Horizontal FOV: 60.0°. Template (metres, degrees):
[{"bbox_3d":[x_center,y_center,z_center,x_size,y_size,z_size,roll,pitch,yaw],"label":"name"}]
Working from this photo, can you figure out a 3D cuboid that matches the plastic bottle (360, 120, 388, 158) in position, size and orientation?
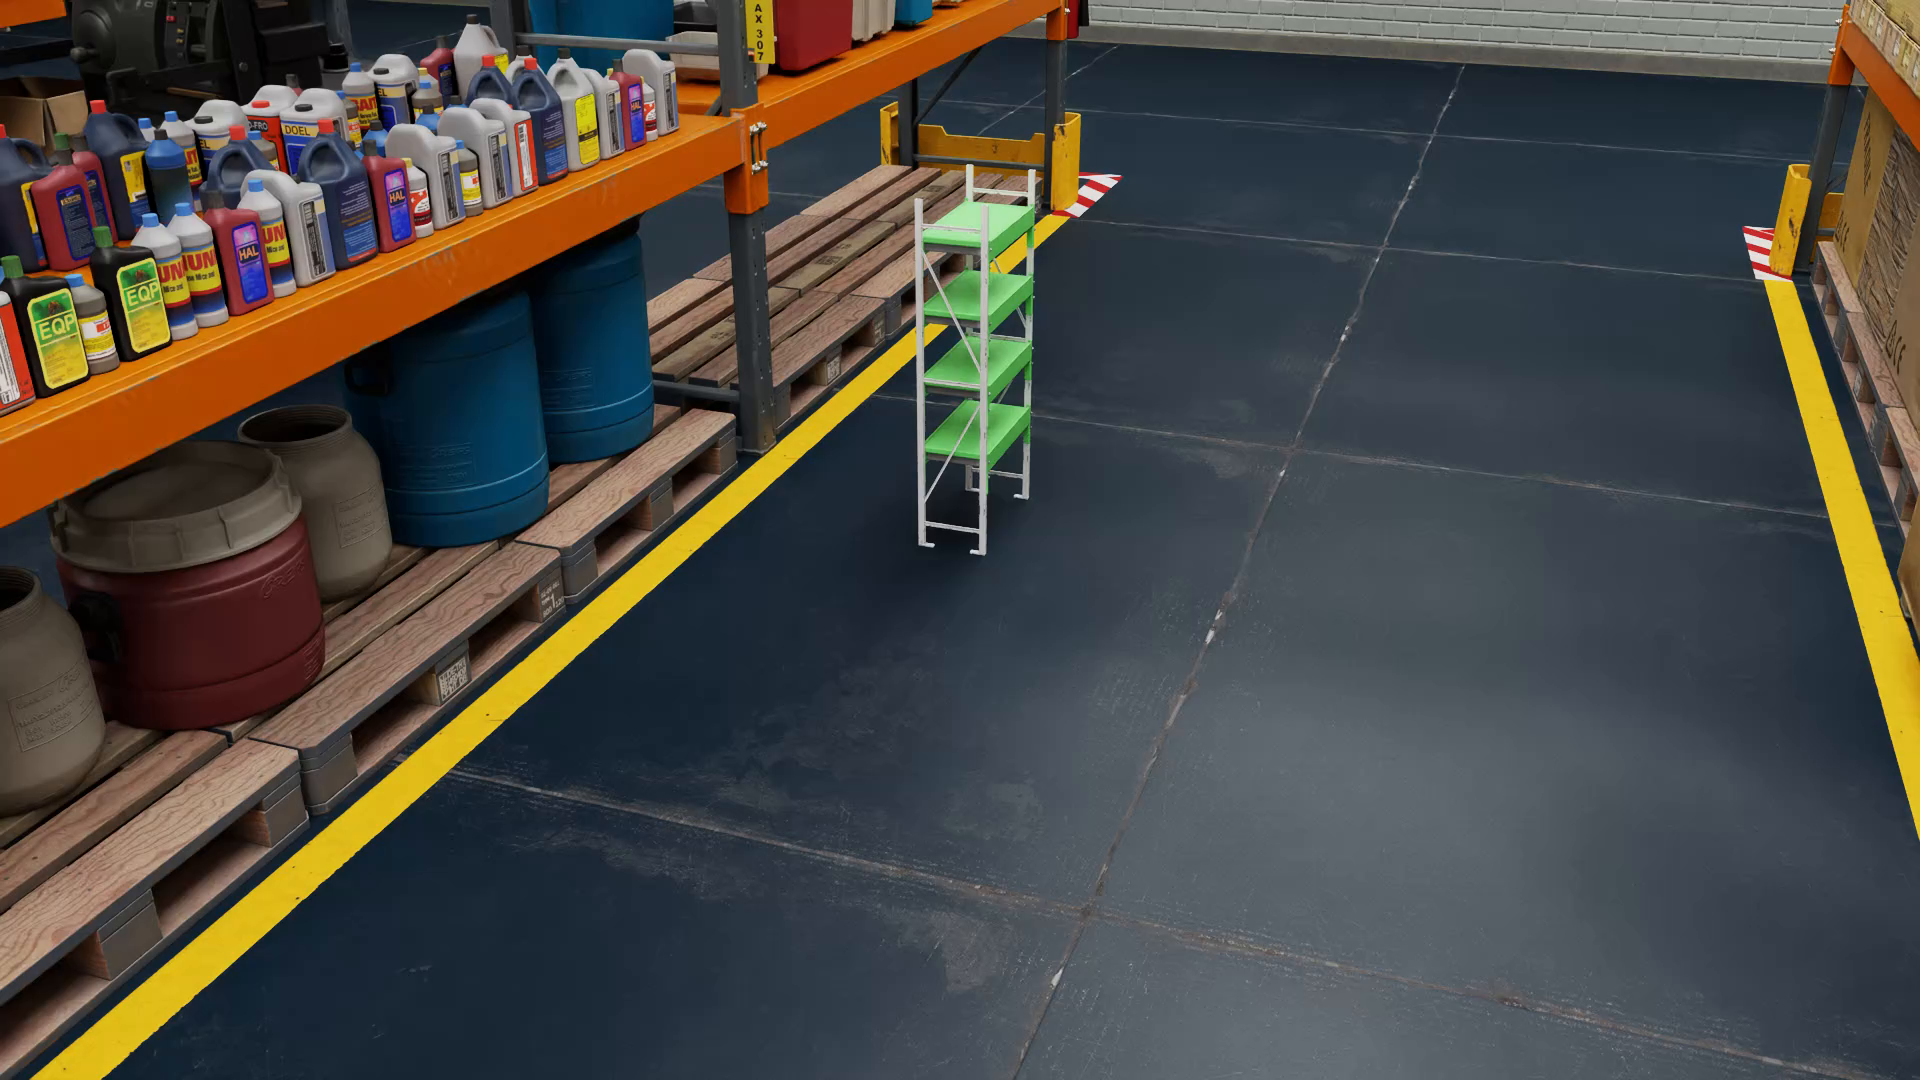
[{"bbox_3d":[-1.571,-1.003,4.528,0.097,0.271,0.097,0,26,0],"label":"plastic bottle"}]

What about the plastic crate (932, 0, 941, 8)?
[{"bbox_3d":[-0.240,-2.599,7.910,0.298,0.136,0.250,9,27,17],"label":"plastic crate"}]

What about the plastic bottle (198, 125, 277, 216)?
[{"bbox_3d":[-1.762,-0.834,4.088,0.144,0.351,0.185,9,27,17],"label":"plastic bottle"}]

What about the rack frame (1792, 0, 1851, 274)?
[{"bbox_3d":[4.792,-2.693,7.870,1.000,3.000,0.127,9,27,17],"label":"rack frame"}]

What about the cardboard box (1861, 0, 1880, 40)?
[{"bbox_3d":[4.194,-2.271,7.287,0.380,0.149,0.250,8,27,16],"label":"cardboard box"}]

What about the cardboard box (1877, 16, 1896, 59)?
[{"bbox_3d":[4.022,-2.059,6.850,0.380,0.149,0.250,8,27,16],"label":"cardboard box"}]

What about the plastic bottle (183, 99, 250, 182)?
[{"bbox_3d":[-2.108,-1.101,4.724,0.152,0.276,0.135,9,27,17],"label":"plastic bottle"}]

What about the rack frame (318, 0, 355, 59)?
[{"bbox_3d":[-4.549,-4.131,10.840,1.000,3.000,0.127,9,27,17],"label":"rack frame"}]

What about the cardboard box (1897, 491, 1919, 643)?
[{"bbox_3d":[3.267,-0.016,4.298,1.225,0.875,0.875,9,27,18],"label":"cardboard box"}]

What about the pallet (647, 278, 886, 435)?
[{"bbox_3d":[-1.002,-0.820,7.202,1.003,0.211,1.213,9,27,17],"label":"pallet"}]

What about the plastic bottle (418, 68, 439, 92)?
[{"bbox_3d":[-1.800,-1.484,5.602,0.097,0.201,0.097,0,26,0],"label":"plastic bottle"}]

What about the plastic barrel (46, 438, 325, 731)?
[{"bbox_3d":[-2.018,0.105,4.376,0.600,0.588,0.708,9,27,17],"label":"plastic barrel"}]

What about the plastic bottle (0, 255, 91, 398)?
[{"bbox_3d":[-1.851,-0.441,3.352,0.061,0.283,0.133,9,27,17],"label":"plastic bottle"}]

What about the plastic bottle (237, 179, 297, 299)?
[{"bbox_3d":[-1.643,-0.715,3.933,0.097,0.271,0.097,0,26,0],"label":"plastic bottle"}]

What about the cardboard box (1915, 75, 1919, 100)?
[{"bbox_3d":[3.681,-1.637,5.978,0.380,0.149,0.250,8,27,17],"label":"cardboard box"}]

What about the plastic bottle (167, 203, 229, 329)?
[{"bbox_3d":[-1.720,-0.620,3.737,0.097,0.271,0.097,0,26,0],"label":"plastic bottle"}]

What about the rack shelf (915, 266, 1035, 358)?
[{"bbox_3d":[0.055,-0.767,5.552,0.258,0.148,0.480,9,27,17],"label":"rack shelf"}]

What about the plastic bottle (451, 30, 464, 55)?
[{"bbox_3d":[-1.734,-1.626,5.801,0.061,0.283,0.133,9,27,17],"label":"plastic bottle"}]

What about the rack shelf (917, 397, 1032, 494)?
[{"bbox_3d":[0.055,-0.335,5.761,0.258,0.148,0.480,9,27,17],"label":"rack shelf"}]

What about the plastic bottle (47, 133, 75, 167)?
[{"bbox_3d":[-2.322,-0.900,4.300,0.061,0.283,0.133,9,27,17],"label":"plastic bottle"}]

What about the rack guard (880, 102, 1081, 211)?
[{"bbox_3d":[0.117,-2.298,9.923,1.175,0.500,0.348,9,27,17],"label":"rack guard"}]

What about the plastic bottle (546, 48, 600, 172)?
[{"bbox_3d":[-1.207,-1.320,5.091,0.144,0.351,0.185,9,27,17],"label":"plastic bottle"}]

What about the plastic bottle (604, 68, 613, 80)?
[{"bbox_3d":[-1.160,-1.480,5.592,0.097,0.201,0.097,0,26,0],"label":"plastic bottle"}]

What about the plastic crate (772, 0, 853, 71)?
[{"bbox_3d":[-0.676,-2.154,6.614,0.402,0.464,0.583,9,27,17],"label":"plastic crate"}]

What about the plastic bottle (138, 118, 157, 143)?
[{"bbox_3d":[-2.205,-1.015,4.552,0.097,0.271,0.097,0,26,0],"label":"plastic bottle"}]

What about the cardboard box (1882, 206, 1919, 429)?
[{"bbox_3d":[4.055,-0.912,6.147,0.875,0.875,0.875,9,27,17],"label":"cardboard box"}]

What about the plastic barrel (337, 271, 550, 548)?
[{"bbox_3d":[-1.643,-0.500,5.267,0.600,0.901,0.708,9,27,17],"label":"plastic barrel"}]

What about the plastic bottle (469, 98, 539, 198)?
[{"bbox_3d":[-1.326,-1.146,4.816,0.152,0.276,0.135,9,27,17],"label":"plastic bottle"}]

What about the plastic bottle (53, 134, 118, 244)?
[{"bbox_3d":[-2.265,-0.891,4.282,0.061,0.283,0.133,9,27,17],"label":"plastic bottle"}]

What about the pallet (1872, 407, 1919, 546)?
[{"bbox_3d":[3.788,-0.095,5.705,1.003,0.211,1.213,9,27,17],"label":"pallet"}]

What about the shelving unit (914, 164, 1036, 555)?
[{"bbox_3d":[0.055,-0.608,5.629,0.258,1.200,0.503,9,27,17],"label":"shelving unit"}]

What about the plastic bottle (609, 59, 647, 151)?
[{"bbox_3d":[-1.070,-1.405,5.343,0.061,0.283,0.133,9,27,17],"label":"plastic bottle"}]

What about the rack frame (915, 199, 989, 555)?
[{"bbox_3d":[-0.026,-0.508,5.422,0.240,1.200,0.015,9,27,17],"label":"rack frame"}]

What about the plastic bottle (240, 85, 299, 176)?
[{"bbox_3d":[-2.031,-1.196,4.921,0.152,0.276,0.135,9,27,17],"label":"plastic bottle"}]

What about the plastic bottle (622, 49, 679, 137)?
[{"bbox_3d":[-1.036,-1.503,5.554,0.152,0.276,0.135,9,27,17],"label":"plastic bottle"}]

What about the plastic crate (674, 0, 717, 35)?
[{"bbox_3d":[-1.091,-2.170,7.036,0.437,0.125,0.590,9,27,17],"label":"plastic crate"}]

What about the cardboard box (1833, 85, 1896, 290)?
[{"bbox_3d":[4.654,-1.651,7.675,0.875,0.875,0.875,9,27,17],"label":"cardboard box"}]

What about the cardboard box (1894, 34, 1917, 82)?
[{"bbox_3d":[3.852,-1.850,6.417,0.380,0.149,0.250,8,27,16],"label":"cardboard box"}]

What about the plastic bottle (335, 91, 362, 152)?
[{"bbox_3d":[-1.942,-1.309,5.240,0.097,0.201,0.097,0,26,0],"label":"plastic bottle"}]

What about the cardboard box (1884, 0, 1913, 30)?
[{"bbox_3d":[4.040,-2.181,6.643,0.500,0.250,0.500,8,27,16],"label":"cardboard box"}]

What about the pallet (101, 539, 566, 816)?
[{"bbox_3d":[-1.910,0.302,4.885,1.003,0.211,1.213,9,27,17],"label":"pallet"}]

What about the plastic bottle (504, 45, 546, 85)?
[{"bbox_3d":[-1.343,-1.341,5.134,0.144,0.351,0.185,9,27,17],"label":"plastic bottle"}]

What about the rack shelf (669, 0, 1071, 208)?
[{"bbox_3d":[-0.544,-2.266,7.813,1.077,0.370,4.000,9,27,17],"label":"rack shelf"}]

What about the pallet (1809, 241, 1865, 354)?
[{"bbox_3d":[4.600,-1.098,7.776,1.003,0.211,1.213,9,27,17],"label":"pallet"}]

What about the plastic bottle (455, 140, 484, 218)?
[{"bbox_3d":[-1.383,-1.005,4.612,0.097,0.201,0.097,0,26,0],"label":"plastic bottle"}]

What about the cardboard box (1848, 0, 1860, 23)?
[{"bbox_3d":[4.363,-2.482,7.722,0.380,0.149,0.250,9,27,18],"label":"cardboard box"}]

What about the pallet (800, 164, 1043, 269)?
[{"bbox_3d":[-0.190,-1.823,9.273,1.003,0.211,1.213,9,27,17],"label":"pallet"}]

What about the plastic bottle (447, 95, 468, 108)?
[{"bbox_3d":[-1.449,-1.154,4.839,0.097,0.271,0.097,0,26,0],"label":"plastic bottle"}]

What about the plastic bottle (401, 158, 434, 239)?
[{"bbox_3d":[-1.460,-0.910,4.415,0.097,0.201,0.097,0,26,0],"label":"plastic bottle"}]

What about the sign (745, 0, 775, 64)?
[{"bbox_3d":[-0.692,-1.812,5.732,0.100,0.325,0.005,9,27,17],"label":"sign"}]

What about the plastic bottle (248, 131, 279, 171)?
[{"bbox_3d":[-1.985,-1.057,4.719,0.097,0.201,0.097,0,26,0],"label":"plastic bottle"}]

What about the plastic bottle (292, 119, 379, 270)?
[{"bbox_3d":[-1.574,-0.868,4.156,0.144,0.351,0.185,9,27,17],"label":"plastic bottle"}]

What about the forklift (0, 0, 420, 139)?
[{"bbox_3d":[-3.468,-2.087,6.696,1.130,2.935,3.031,15,30,28],"label":"forklift"}]

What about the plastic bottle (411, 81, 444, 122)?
[{"bbox_3d":[-1.721,-1.382,5.391,0.097,0.201,0.097,0,26,0],"label":"plastic bottle"}]

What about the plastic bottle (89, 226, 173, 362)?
[{"bbox_3d":[-1.774,-0.536,3.548,0.061,0.283,0.133,9,27,17],"label":"plastic bottle"}]

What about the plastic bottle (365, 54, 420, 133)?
[{"bbox_3d":[-1.845,-1.426,5.396,0.152,0.276,0.135,9,27,17],"label":"plastic bottle"}]

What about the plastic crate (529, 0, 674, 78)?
[{"bbox_3d":[-1.376,-2.029,6.447,0.392,0.384,0.575,9,27,17],"label":"plastic crate"}]

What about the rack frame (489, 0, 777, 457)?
[{"bbox_3d":[-1.210,-1.768,5.959,1.000,3.000,0.127,9,27,17],"label":"rack frame"}]
